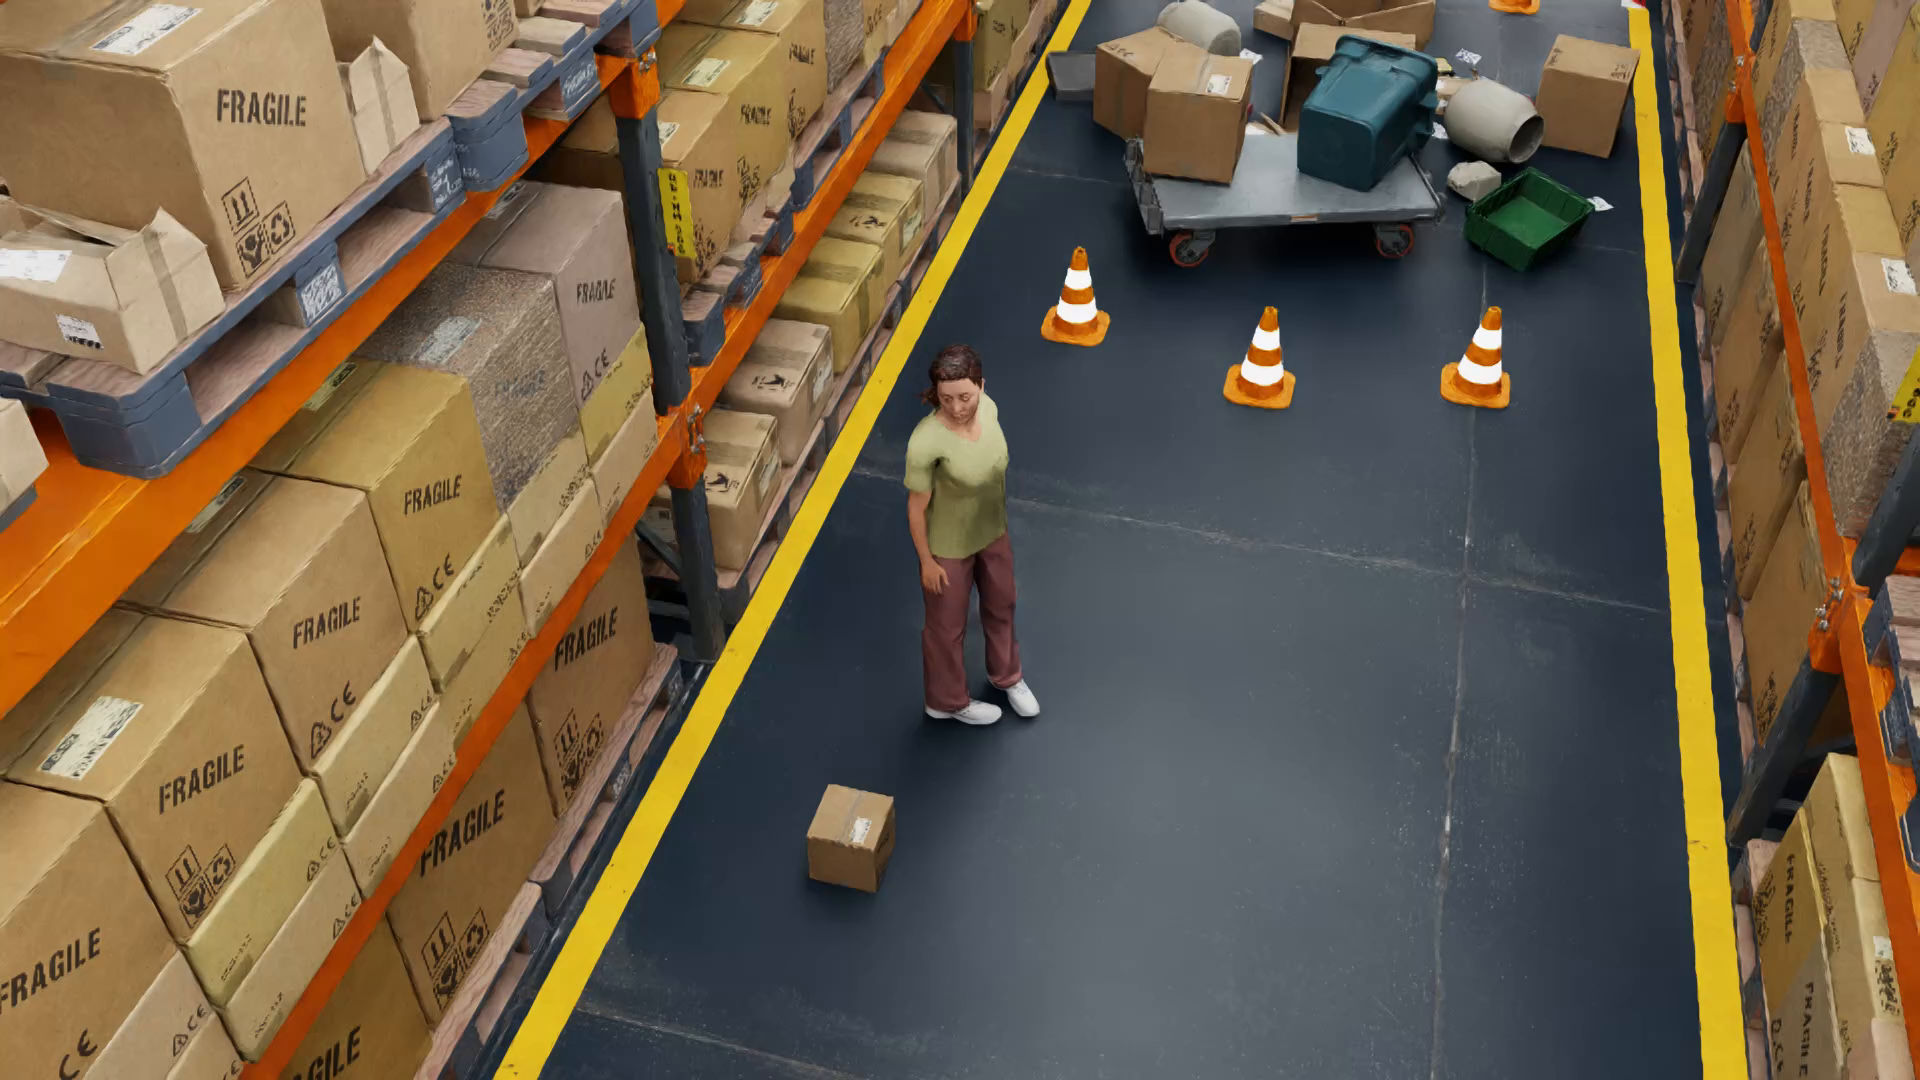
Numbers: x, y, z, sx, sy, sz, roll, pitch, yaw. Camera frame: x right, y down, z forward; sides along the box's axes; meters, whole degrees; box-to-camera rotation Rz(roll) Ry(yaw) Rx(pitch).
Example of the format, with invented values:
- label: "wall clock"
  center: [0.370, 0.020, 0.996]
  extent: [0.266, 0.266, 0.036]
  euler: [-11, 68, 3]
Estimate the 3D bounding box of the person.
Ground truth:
- label: "person"
  center: [0.051, 0.021, 6.116]
  extent: [0.478, 1.678, 0.486]
  euler: [-31, 50, -31]
